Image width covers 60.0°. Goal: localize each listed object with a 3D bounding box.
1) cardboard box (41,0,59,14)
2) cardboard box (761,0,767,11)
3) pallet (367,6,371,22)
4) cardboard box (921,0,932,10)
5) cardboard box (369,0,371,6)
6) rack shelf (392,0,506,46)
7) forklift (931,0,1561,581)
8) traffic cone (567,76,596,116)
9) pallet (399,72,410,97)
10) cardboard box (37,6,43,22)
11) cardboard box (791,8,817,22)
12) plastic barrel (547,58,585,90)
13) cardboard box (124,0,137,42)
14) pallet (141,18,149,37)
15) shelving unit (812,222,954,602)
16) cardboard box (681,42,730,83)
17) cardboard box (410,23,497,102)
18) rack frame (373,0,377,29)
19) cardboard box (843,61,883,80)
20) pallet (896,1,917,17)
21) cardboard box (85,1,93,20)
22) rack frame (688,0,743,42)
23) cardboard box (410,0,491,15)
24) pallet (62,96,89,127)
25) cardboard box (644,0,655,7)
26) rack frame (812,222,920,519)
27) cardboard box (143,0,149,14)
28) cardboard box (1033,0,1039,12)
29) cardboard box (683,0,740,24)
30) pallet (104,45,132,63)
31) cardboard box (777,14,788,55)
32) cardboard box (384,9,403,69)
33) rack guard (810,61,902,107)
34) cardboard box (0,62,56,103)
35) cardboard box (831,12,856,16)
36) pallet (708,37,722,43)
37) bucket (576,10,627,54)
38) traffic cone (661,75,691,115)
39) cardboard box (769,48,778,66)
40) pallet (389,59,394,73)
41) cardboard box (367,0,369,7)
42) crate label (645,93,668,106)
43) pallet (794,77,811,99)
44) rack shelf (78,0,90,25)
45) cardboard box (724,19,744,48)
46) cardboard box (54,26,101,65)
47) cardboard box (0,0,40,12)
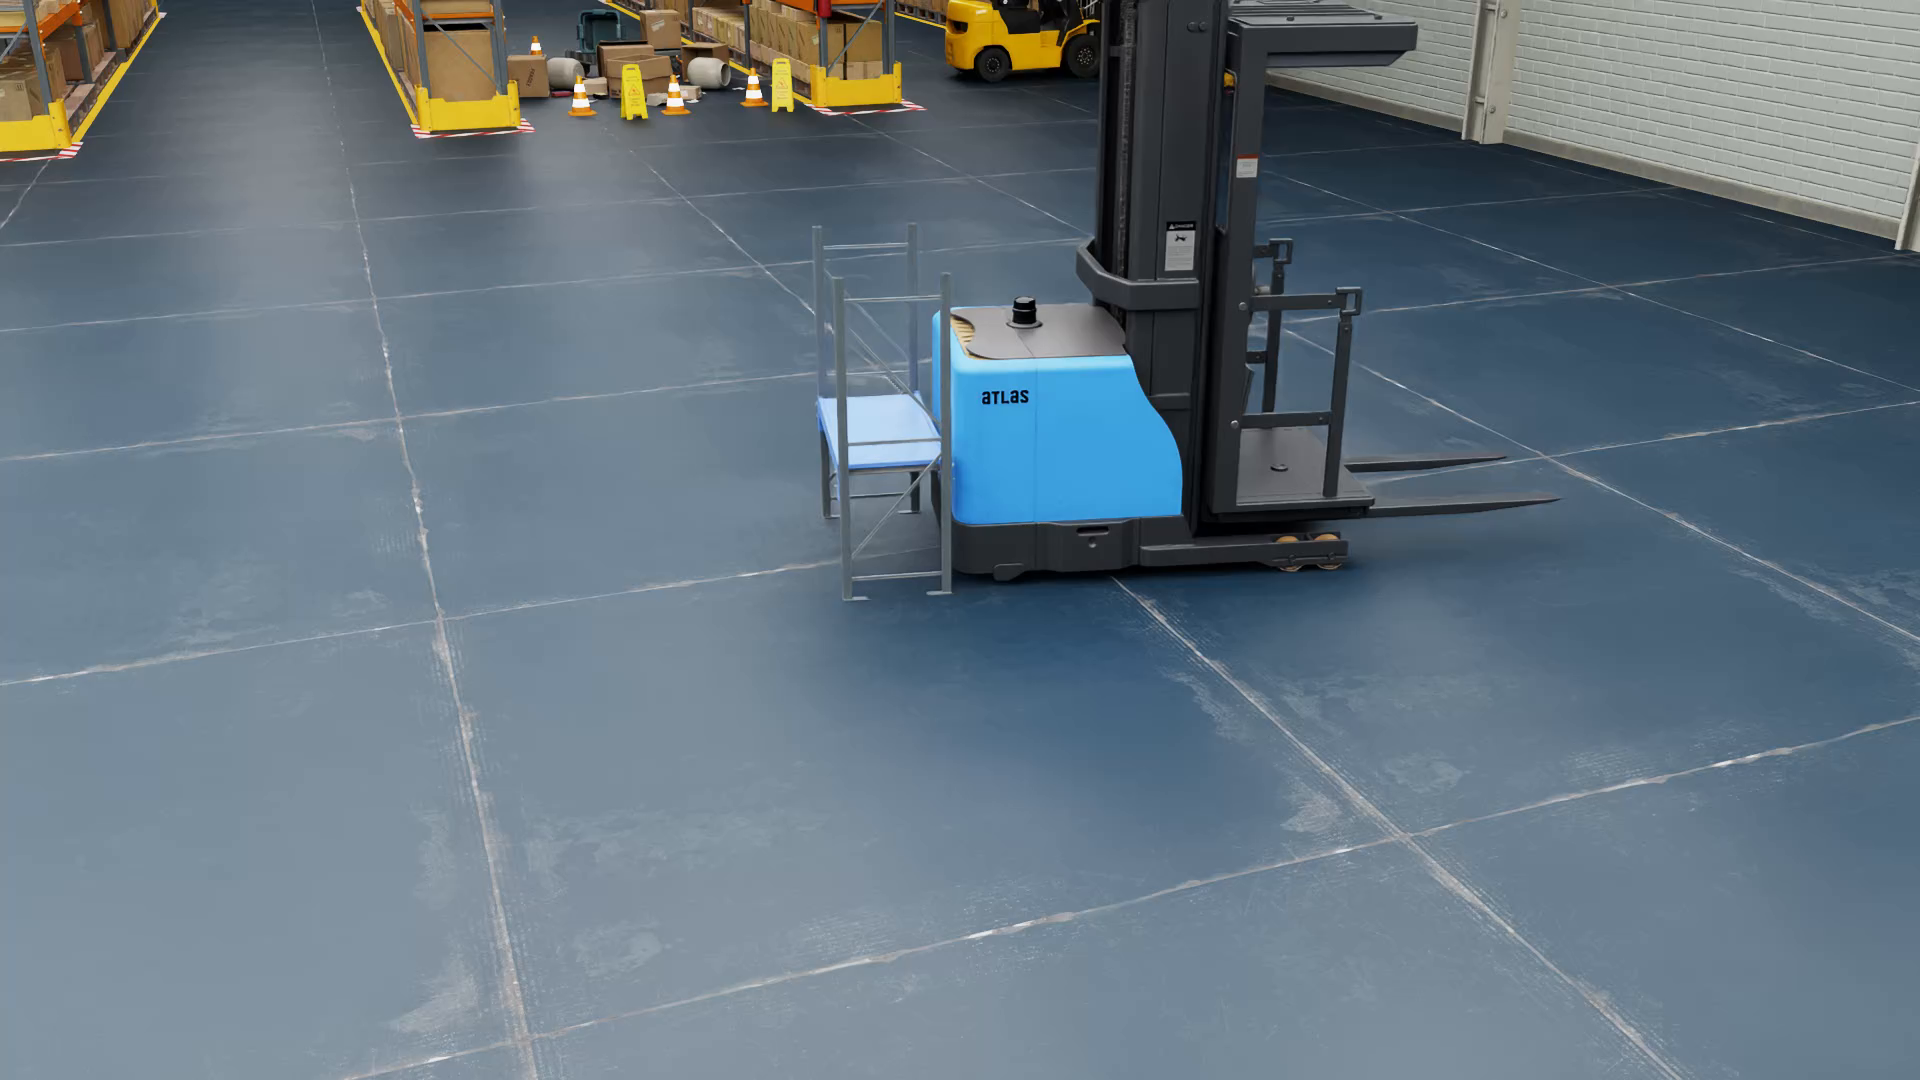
[{"bbox_3d":[-10.920,-6.327,19.723,0.380,0.149,0.250,-8,24,-19],"label":"cardboard box"},{"bbox_3d":[-2.618,-7.641,23.715,0.380,0.149,0.250,-7,24,-17],"label":"cardboard box"},{"bbox_3d":[-10.872,-10.151,32.061,1.003,0.211,1.213,-8,24,-19],"label":"pallet"},{"bbox_3d":[-0.422,-10.422,31.793,0.500,0.500,0.500,-9,25,-21],"label":"cardboard box"},{"bbox_3d":[-10.794,-10.032,30.936,0.380,0.149,0.250,-9,25,-21],"label":"cardboard box"},{"bbox_3d":[-6.634,-6.787,21.418,1.077,0.370,4.000,-8,24,-19],"label":"rack shelf"},{"bbox_3d":[1.409,-1.400,7.798,3.031,2.935,1.130,-3,23,-7],"label":"forklift"},{"bbox_3d":[-4.786,-5.611,20.967,0.336,0.463,0.334,-8,24,-19],"label":"traffic cone"},{"bbox_3d":[-7.145,-6.274,22.863,1.003,0.211,1.213,-8,24,-19],"label":"pallet"},{"bbox_3d":[-10.625,-5.955,18.841,0.380,0.149,0.250,-8,24,-19],"label":"cardboard box"},{"bbox_3d":[-2.052,-7.058,22.334,0.380,0.149,0.250,-8,24,-17],"label":"cardboard box"},{"bbox_3d":[-5.505,-6.457,23.024,0.512,0.421,0.421,8,24,18],"label":"plastic barrel"},{"bbox_3d":[-13.961,-8.448,26.627,1.225,0.875,0.875,-8,24,-19],"label":"cardboard box"},{"bbox_3d":[-15.038,-9.111,29.594,1.003,0.211,1.213,-8,24,-19],"label":"pallet"},{"bbox_3d":[-0.373,-0.624,7.800,0.538,1.500,1.048,-4,23,-9],"label":"shelving unit"},{"bbox_3d":[-3.640,-6.835,23.819,0.500,0.500,0.500,8,24,18],"label":"cardboard box"},{"bbox_3d":[-6.229,-5.844,20.448,0.875,0.875,0.875,-8,24,-19],"label":"cardboard box"},{"bbox_3d":[-10.166,-10.752,29.899,1.000,3.000,0.127,-8,24,-19],"label":"rack frame"},{"bbox_3d":[-1.358,-6.366,22.490,0.500,0.250,0.500,-9,24,-19],"label":"cardboard box"},{"bbox_3d":[-0.606,-10.575,33.069,1.003,0.211,1.213,-8,24,-19],"label":"pallet"},{"bbox_3d":[-13.165,-7.812,24.610,0.500,0.250,0.500,-7,24,-17],"label":"cardboard box"},{"bbox_3d":[-4.158,-10.015,28.149,1.000,3.000,0.127,-8,24,-19],"label":"rack frame"},{"bbox_3d":[-6.101,-6.590,19.830,0.875,0.550,0.550,-8,24,-19],"label":"cardboard box"},{"bbox_3d":[-11.311,-5.234,20.395,1.003,0.211,1.213,-8,24,-19],"label":"pallet"},{"bbox_3d":[-5.693,-10.724,32.590,0.875,0.438,0.875,-9,24,-20],"label":"cardboard box"},{"bbox_3d":[-0.457,-0.819,8.262,0.500,1.500,0.032,-4,23,-9],"label":"rack frame"},{"bbox_3d":[-15.633,-10.224,30.841,0.875,0.875,0.875,-8,24,-19],"label":"cardboard box"},{"bbox_3d":[1.702,-8.531,27.146,0.875,0.625,0.625,-7,24,-17],"label":"cardboard box"},{"bbox_3d":[-4.325,-9.492,29.103,0.875,0.875,0.875,-9,24,-19],"label":"cardboard box"},{"bbox_3d":[-13.637,-7.667,26.169,1.003,0.211,1.213,-8,24,-19],"label":"pallet"},{"bbox_3d":[-2.218,-7.009,23.051,0.500,0.500,0.500,-9,24,-20],"label":"cardboard box"},{"bbox_3d":[-7.644,-7.216,23.864,1.050,0.750,0.750,-8,24,-19],"label":"cardboard box"},{"bbox_3d":[-1.359,-5.984,21.803,1.175,0.500,0.348,-8,24,-19],"label":"rack guard"},{"bbox_3d":[-11.255,-5.462,20.024,0.500,0.500,0.500,-6,24,-14],"label":"cardboard box"},{"bbox_3d":[-1.726,-7.092,23.249,0.500,0.500,0.500,-8,24,-18],"label":"cardboard box"},{"bbox_3d":[-3.456,-8.003,26.967,1.003,0.211,1.213,-8,24,-19],"label":"pallet"},{"bbox_3d":[-5.135,-7.304,23.976,0.726,0.611,0.620,0,13,-1],"label":"bucket"},{"bbox_3d":[-3.609,-5.642,21.041,0.336,0.463,0.334,-8,24,-19],"label":"traffic cone"},{"bbox_3d":[-2.400,-6.852,23.644,0.500,0.250,0.500,-9,24,-20],"label":"cardboard box"},{"bbox_3d":[-8.118,-7.275,25.238,1.003,0.211,1.213,-8,24,-19],"label":"pallet"},{"bbox_3d":[-11.257,-10.388,32.165,0.380,0.149,0.250,-10,25,-22],"label":"cardboard box"},{"bbox_3d":[-3.945,-5.769,21.762,0.298,0.136,0.250,18,29,36],"label":"crate label"},{"bbox_3d":[-1.613,-6.151,22.571,1.003,0.211,1.213,-8,24,-19],"label":"pallet"},{"bbox_3d":[-12.723,-7.597,23.339,1.077,0.370,4.000,-8,24,-19],"label":"rack shelf"},{"bbox_3d":[-3.190,-7.995,26.200,0.950,0.372,0.625,-7,24,-16],"label":"cardboard box"},{"bbox_3d":[-12.759,-7.060,23.792,0.700,0.500,0.500,-6,24,-15],"label":"cardboard box"},{"bbox_3d":[-10.772,-6.135,18.432,0.875,0.500,0.500,-8,24,-19],"label":"cardboard box"}]
